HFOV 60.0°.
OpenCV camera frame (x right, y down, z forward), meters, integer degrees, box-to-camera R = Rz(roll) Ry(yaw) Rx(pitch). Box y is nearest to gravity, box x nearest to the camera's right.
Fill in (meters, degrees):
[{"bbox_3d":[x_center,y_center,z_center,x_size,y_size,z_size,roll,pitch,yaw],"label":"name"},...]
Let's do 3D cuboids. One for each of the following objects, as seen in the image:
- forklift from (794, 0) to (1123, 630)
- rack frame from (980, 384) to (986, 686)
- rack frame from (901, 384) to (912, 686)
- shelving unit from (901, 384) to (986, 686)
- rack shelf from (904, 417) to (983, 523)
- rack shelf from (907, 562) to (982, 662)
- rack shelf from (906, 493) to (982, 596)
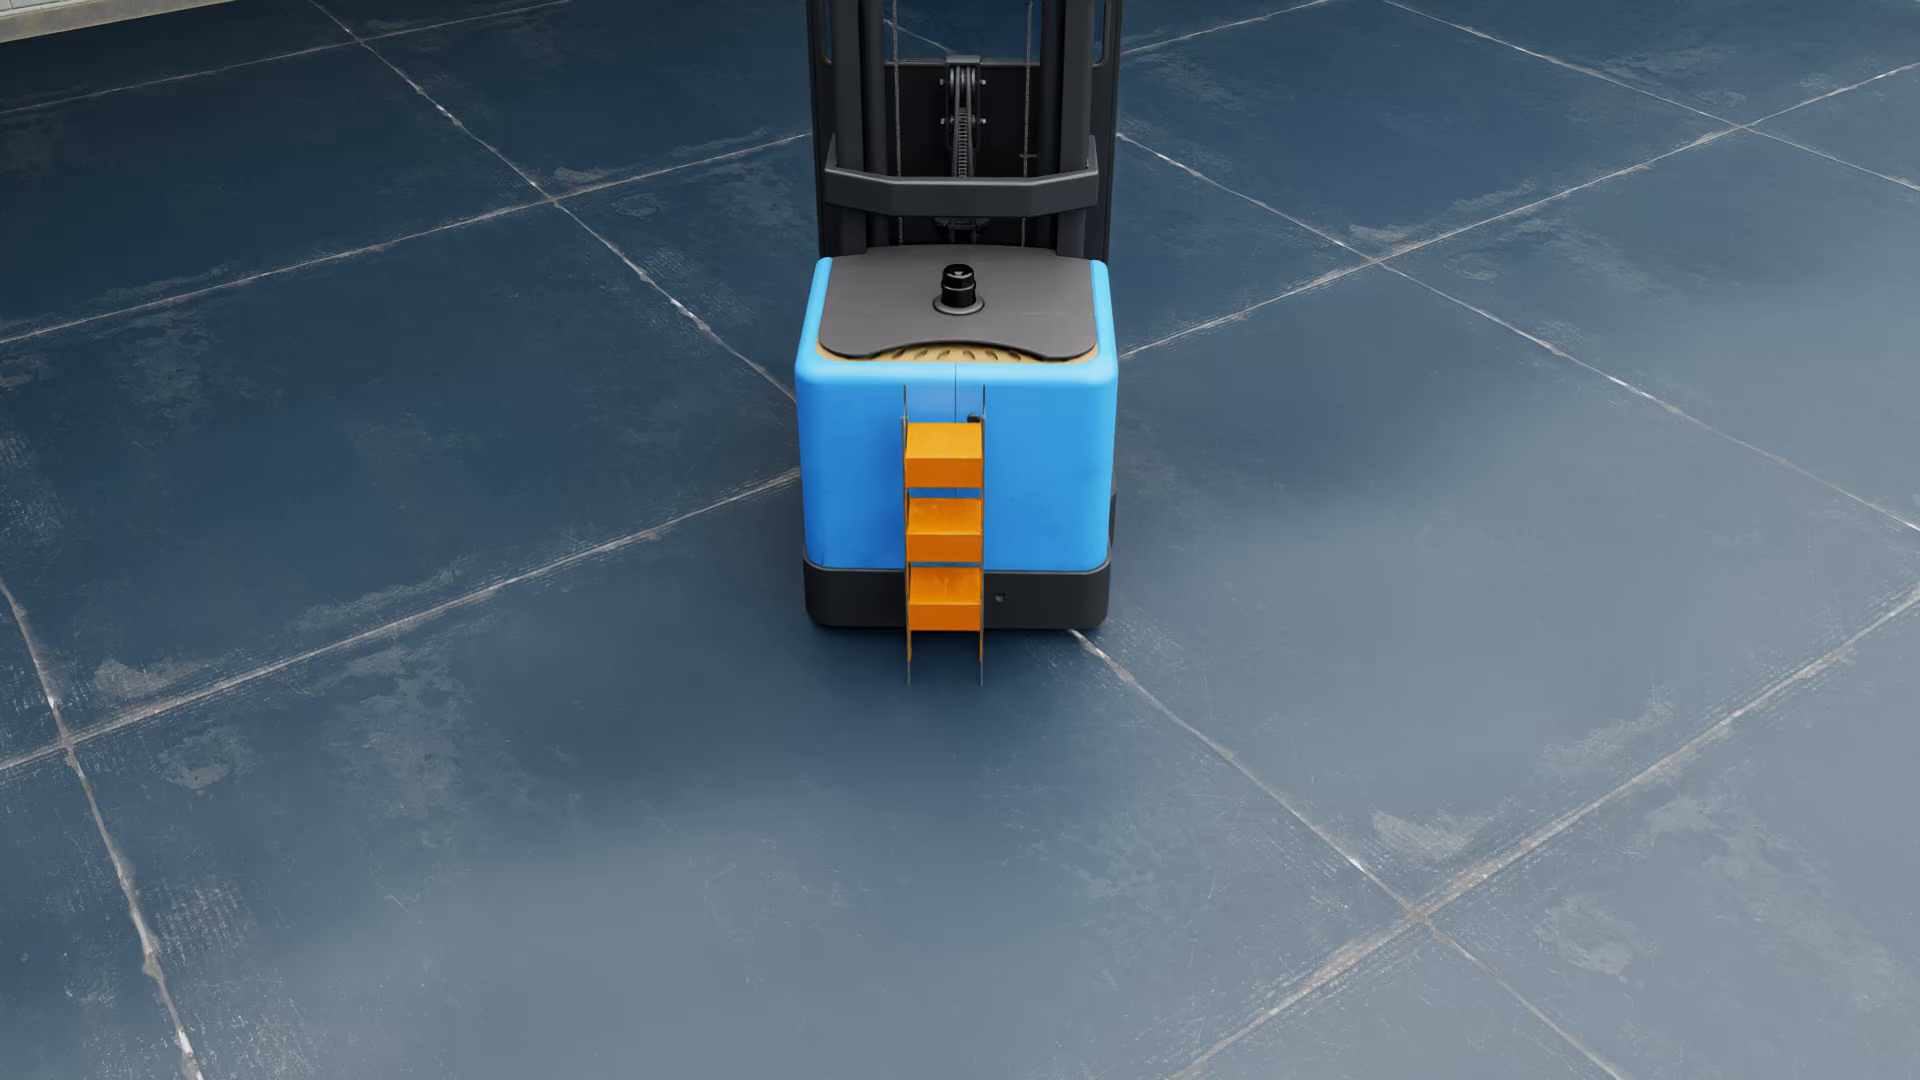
[{"bbox_3d":[0.021,-1.714,6.122,1.130,2.935,3.031,1,36,1],"label":"forklift"},{"bbox_3d":[0.073,0.005,5.344,0.008,1.050,0.200,0,36,0],"label":"rack frame"},{"bbox_3d":[-0.171,0.003,5.346,0.008,1.050,0.200,0,36,0],"label":"rack frame"},{"bbox_3d":[-0.049,0.004,5.345,0.252,1.050,0.215,0,36,0],"label":"shelving unit"},{"bbox_3d":[-0.049,-0.218,5.186,0.240,0.259,0.215,0,36,0],"label":"rack shelf"},{"bbox_3d":[-0.049,0.238,5.514,0.240,0.259,0.215,0,36,0],"label":"rack shelf"},{"bbox_3d":[-0.049,0.013,5.351,0.240,0.259,0.215,0,36,0],"label":"rack shelf"}]
